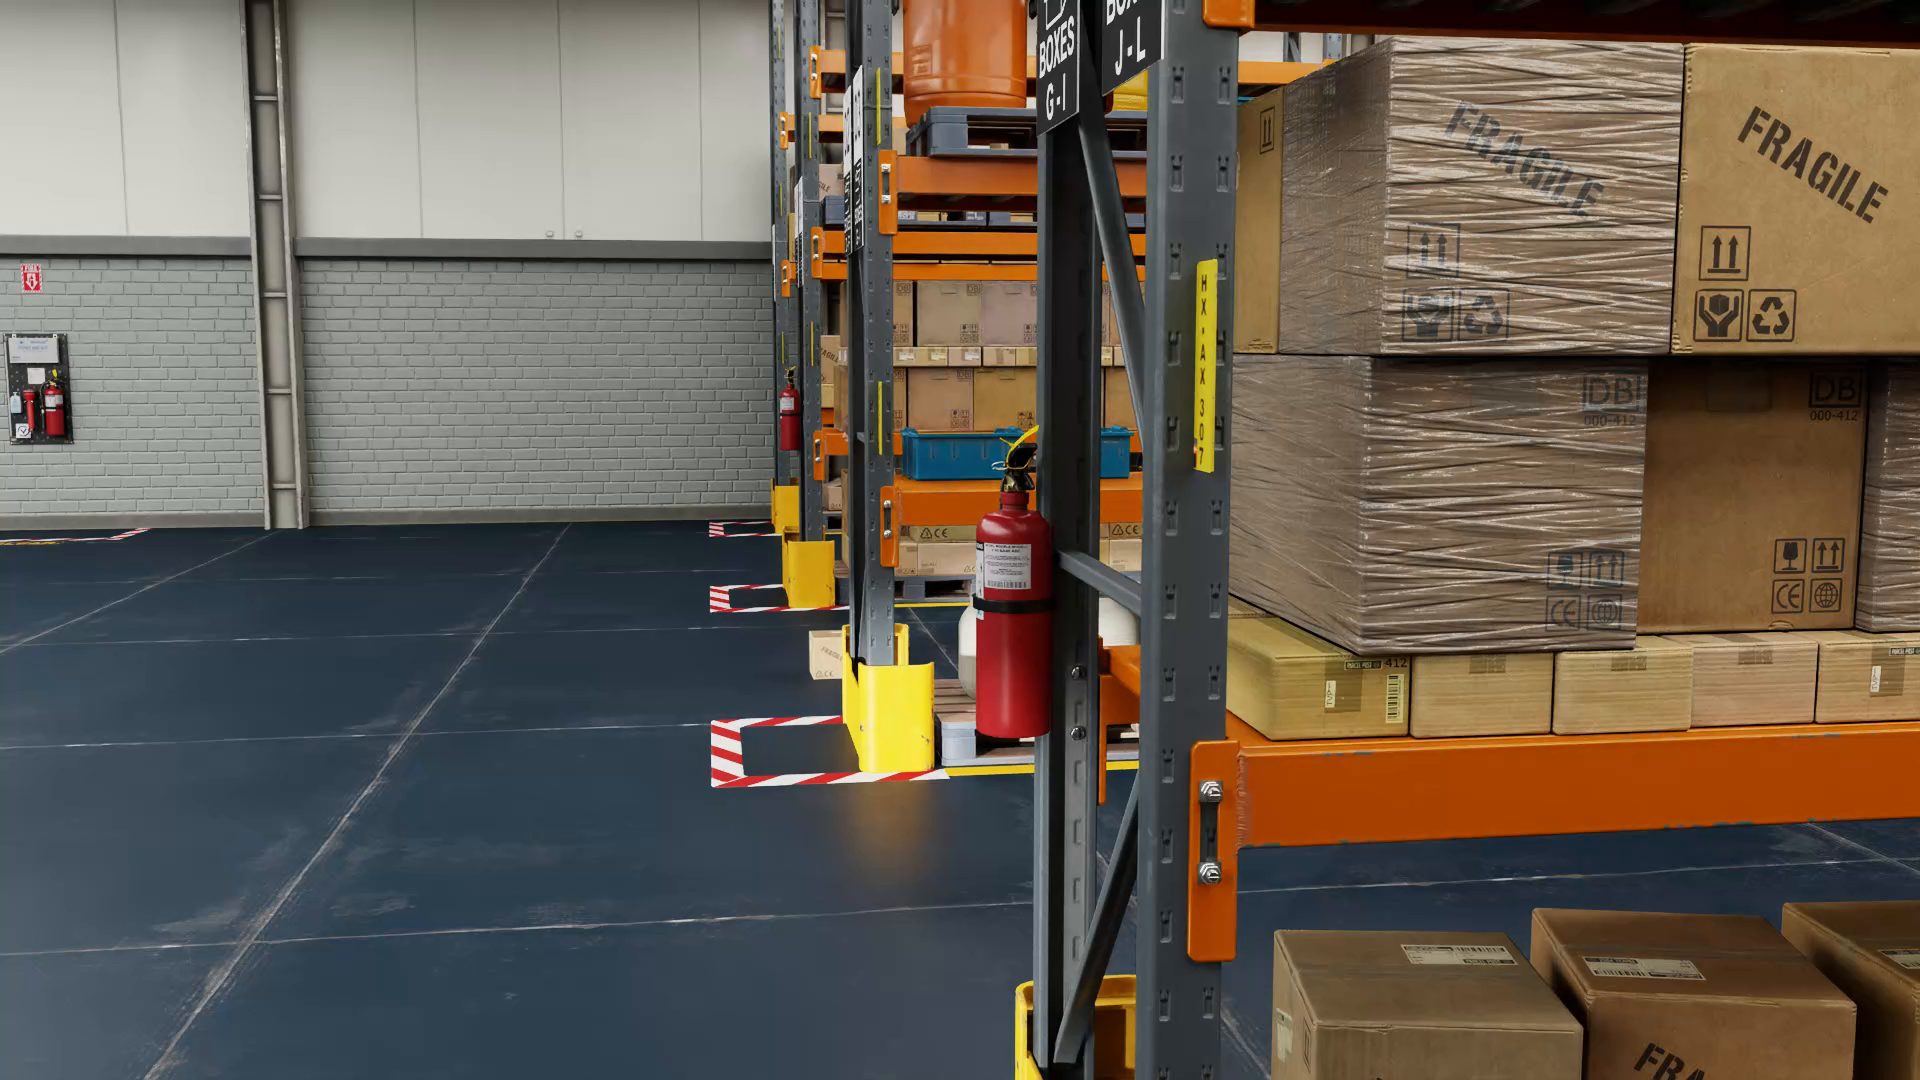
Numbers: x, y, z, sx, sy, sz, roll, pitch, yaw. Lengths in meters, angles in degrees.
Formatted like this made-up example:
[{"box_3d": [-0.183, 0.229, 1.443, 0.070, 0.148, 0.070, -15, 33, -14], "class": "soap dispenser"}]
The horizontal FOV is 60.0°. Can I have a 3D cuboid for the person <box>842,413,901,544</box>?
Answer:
[{"box_3d": [-0.533, 0.013, 9.914, 0.342, 1.594, 0.484, -1, 7, -12], "class": "person"}]
